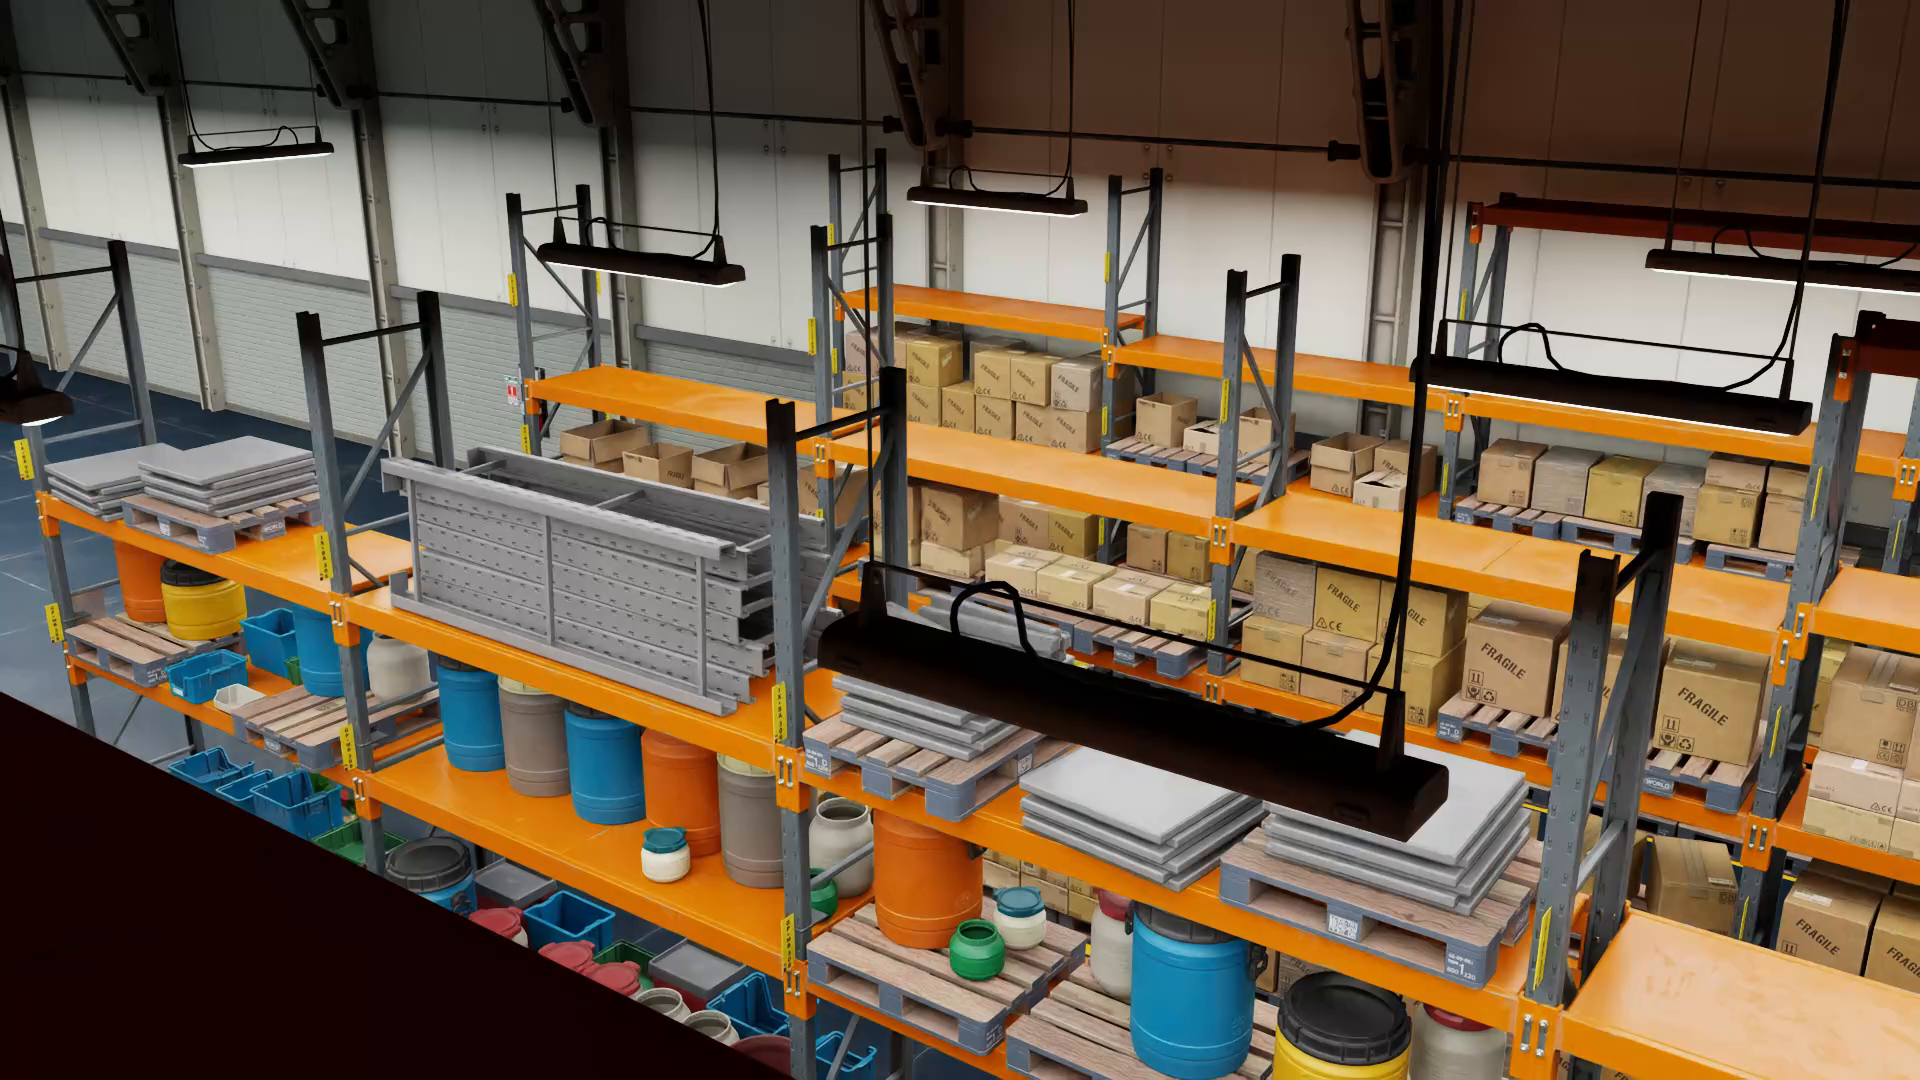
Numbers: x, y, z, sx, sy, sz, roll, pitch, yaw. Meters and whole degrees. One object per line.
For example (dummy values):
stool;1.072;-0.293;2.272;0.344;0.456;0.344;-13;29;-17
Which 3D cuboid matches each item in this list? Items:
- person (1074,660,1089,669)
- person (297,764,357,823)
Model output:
person;1.114;1.426;18.198;0.742;1.736;0.594;1;18;2
person;-6.288;2.036;16.232;0.673;1.783;0.607;-12;22;-32
